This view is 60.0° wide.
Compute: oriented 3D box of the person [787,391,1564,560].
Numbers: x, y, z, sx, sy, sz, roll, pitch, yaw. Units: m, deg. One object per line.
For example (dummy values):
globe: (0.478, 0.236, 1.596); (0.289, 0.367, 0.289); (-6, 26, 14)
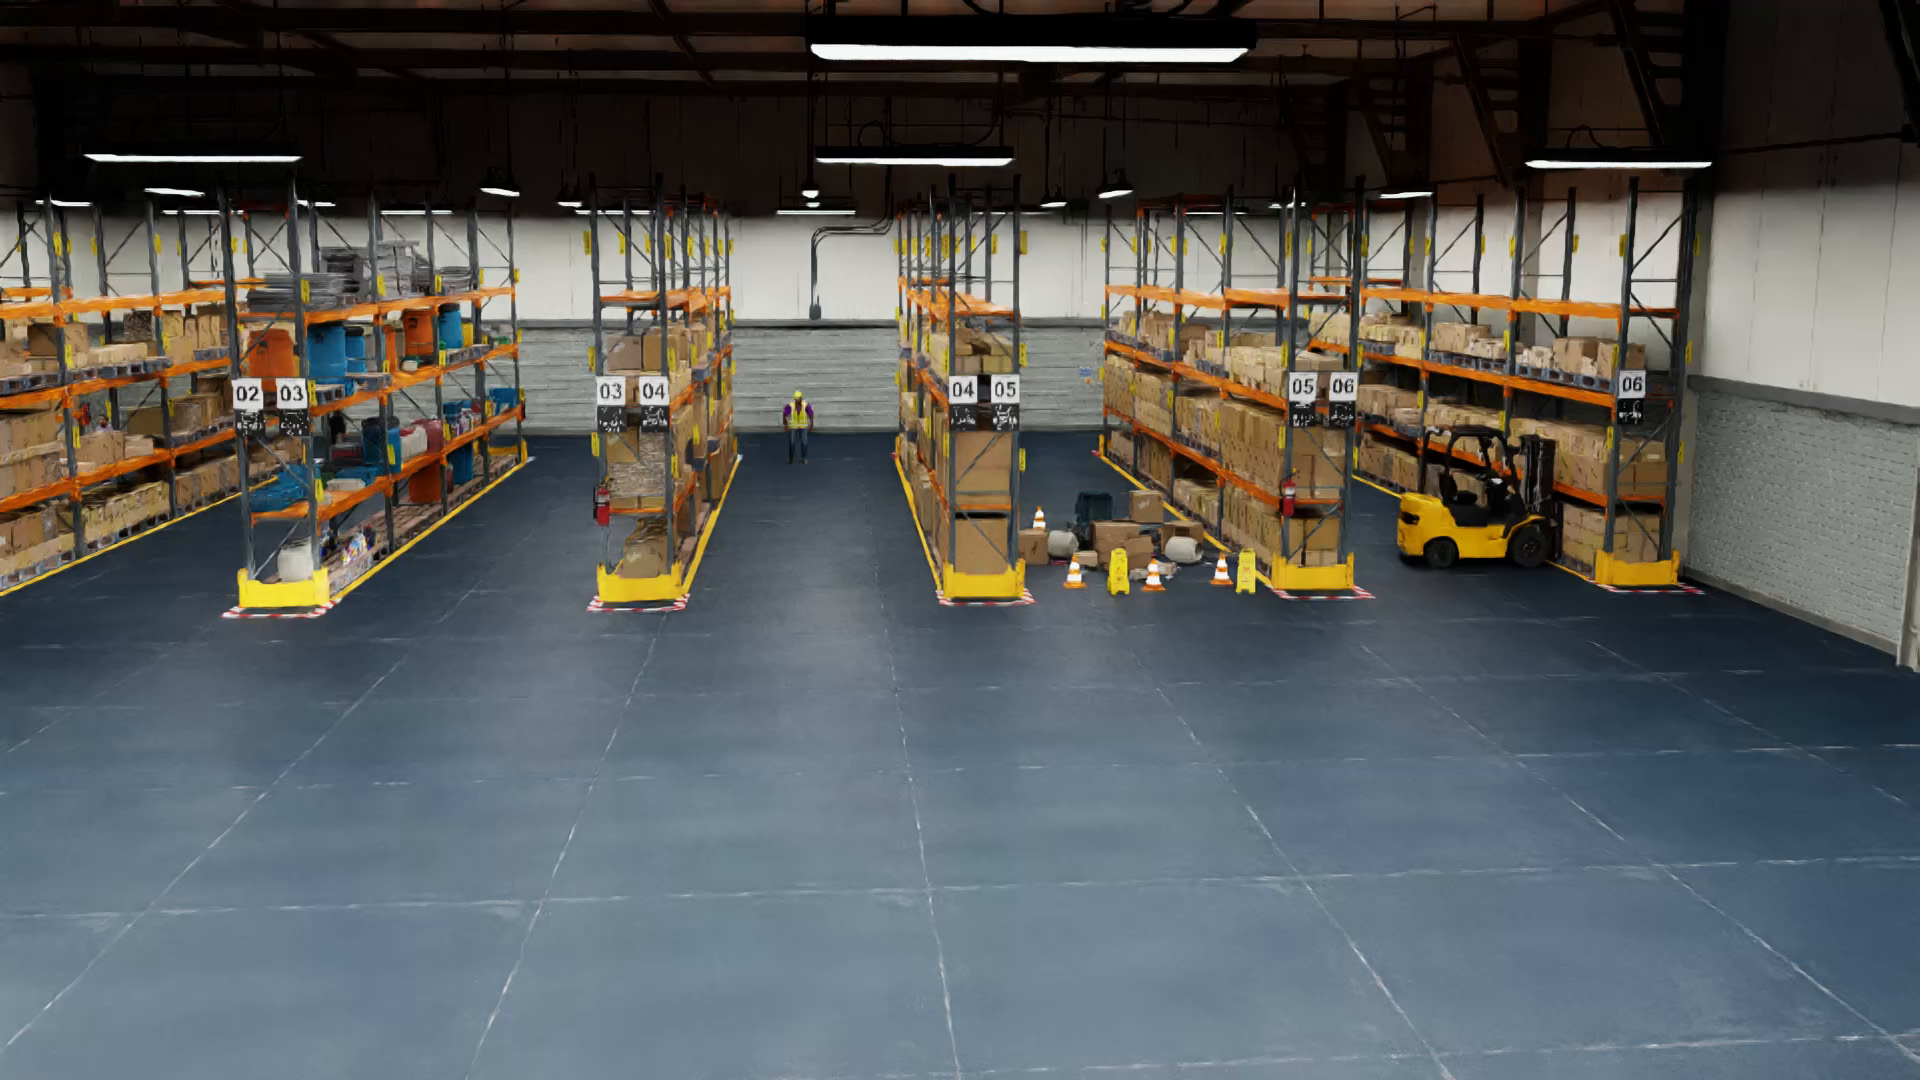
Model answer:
person: (3.286, -1.555, 32.621); (13.266, 1.714, 14.250); (-1, 10, -6)

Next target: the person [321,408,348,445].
person: (-14.212, -2.442, 37.726); (0.543, 1.648, 1.115); (0, 10, -2)

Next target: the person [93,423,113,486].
person: (-17.720, -1.761, 34.634); (0.593, 1.421, 0.480); (-1, 10, -6)

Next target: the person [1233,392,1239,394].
person: (6.183, -2.479, 37.526); (0.636, 1.772, 0.685); (4, 11, 21)
